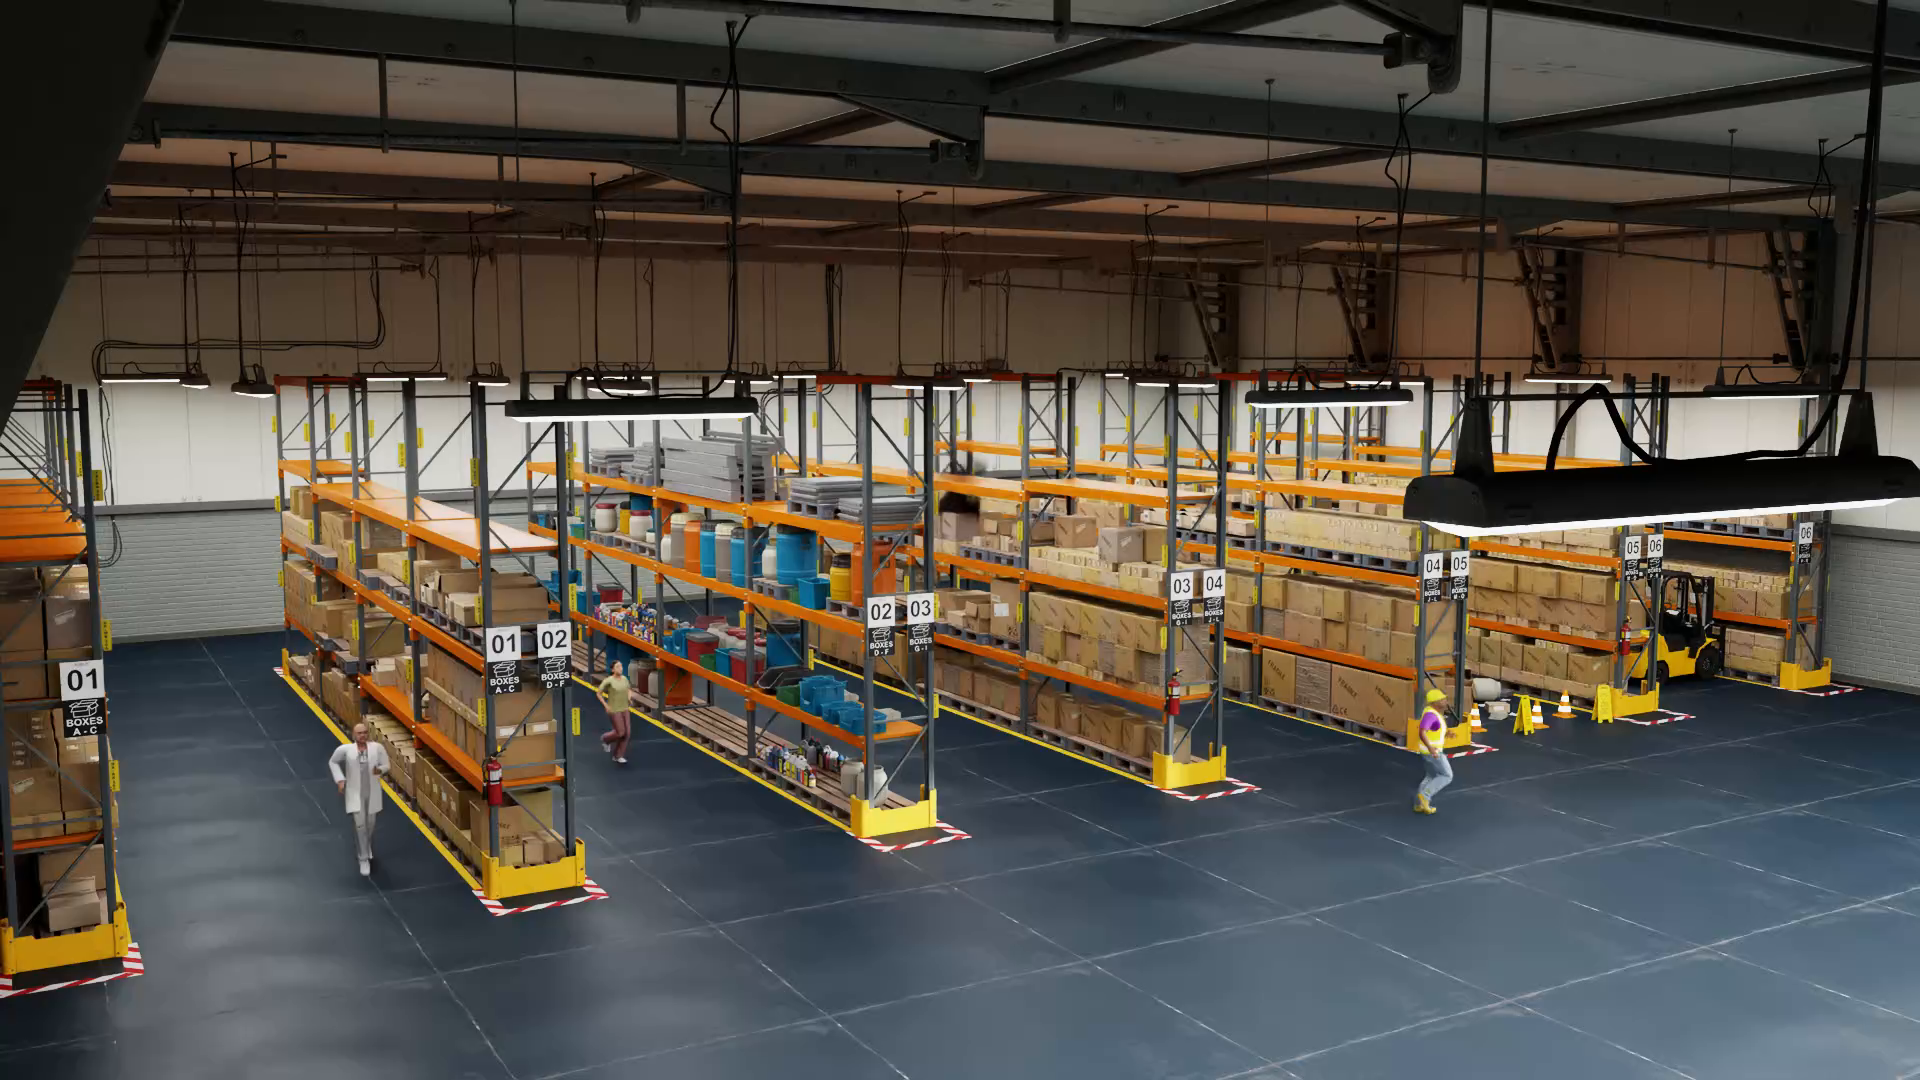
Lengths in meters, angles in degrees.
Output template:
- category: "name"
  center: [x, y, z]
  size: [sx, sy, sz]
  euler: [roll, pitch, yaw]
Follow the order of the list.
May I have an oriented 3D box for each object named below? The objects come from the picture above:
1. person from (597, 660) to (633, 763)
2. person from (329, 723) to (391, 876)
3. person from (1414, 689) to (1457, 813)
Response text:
- category: "person"
  center: [-5.374, 2.681, 26.078]
  size: [0.558, 1.612, 0.580]
  euler: [6, 9, 43]
- category: "person"
  center: [-7.438, 3.179, 20.704]
  size: [0.694, 1.822, 0.876]
  euler: [-4, 7, -32]
- category: "person"
  center: [6.639, 2.933, 23.156]
  size: [0.600, 1.729, 0.677]
  euler: [1, 6, 6]
